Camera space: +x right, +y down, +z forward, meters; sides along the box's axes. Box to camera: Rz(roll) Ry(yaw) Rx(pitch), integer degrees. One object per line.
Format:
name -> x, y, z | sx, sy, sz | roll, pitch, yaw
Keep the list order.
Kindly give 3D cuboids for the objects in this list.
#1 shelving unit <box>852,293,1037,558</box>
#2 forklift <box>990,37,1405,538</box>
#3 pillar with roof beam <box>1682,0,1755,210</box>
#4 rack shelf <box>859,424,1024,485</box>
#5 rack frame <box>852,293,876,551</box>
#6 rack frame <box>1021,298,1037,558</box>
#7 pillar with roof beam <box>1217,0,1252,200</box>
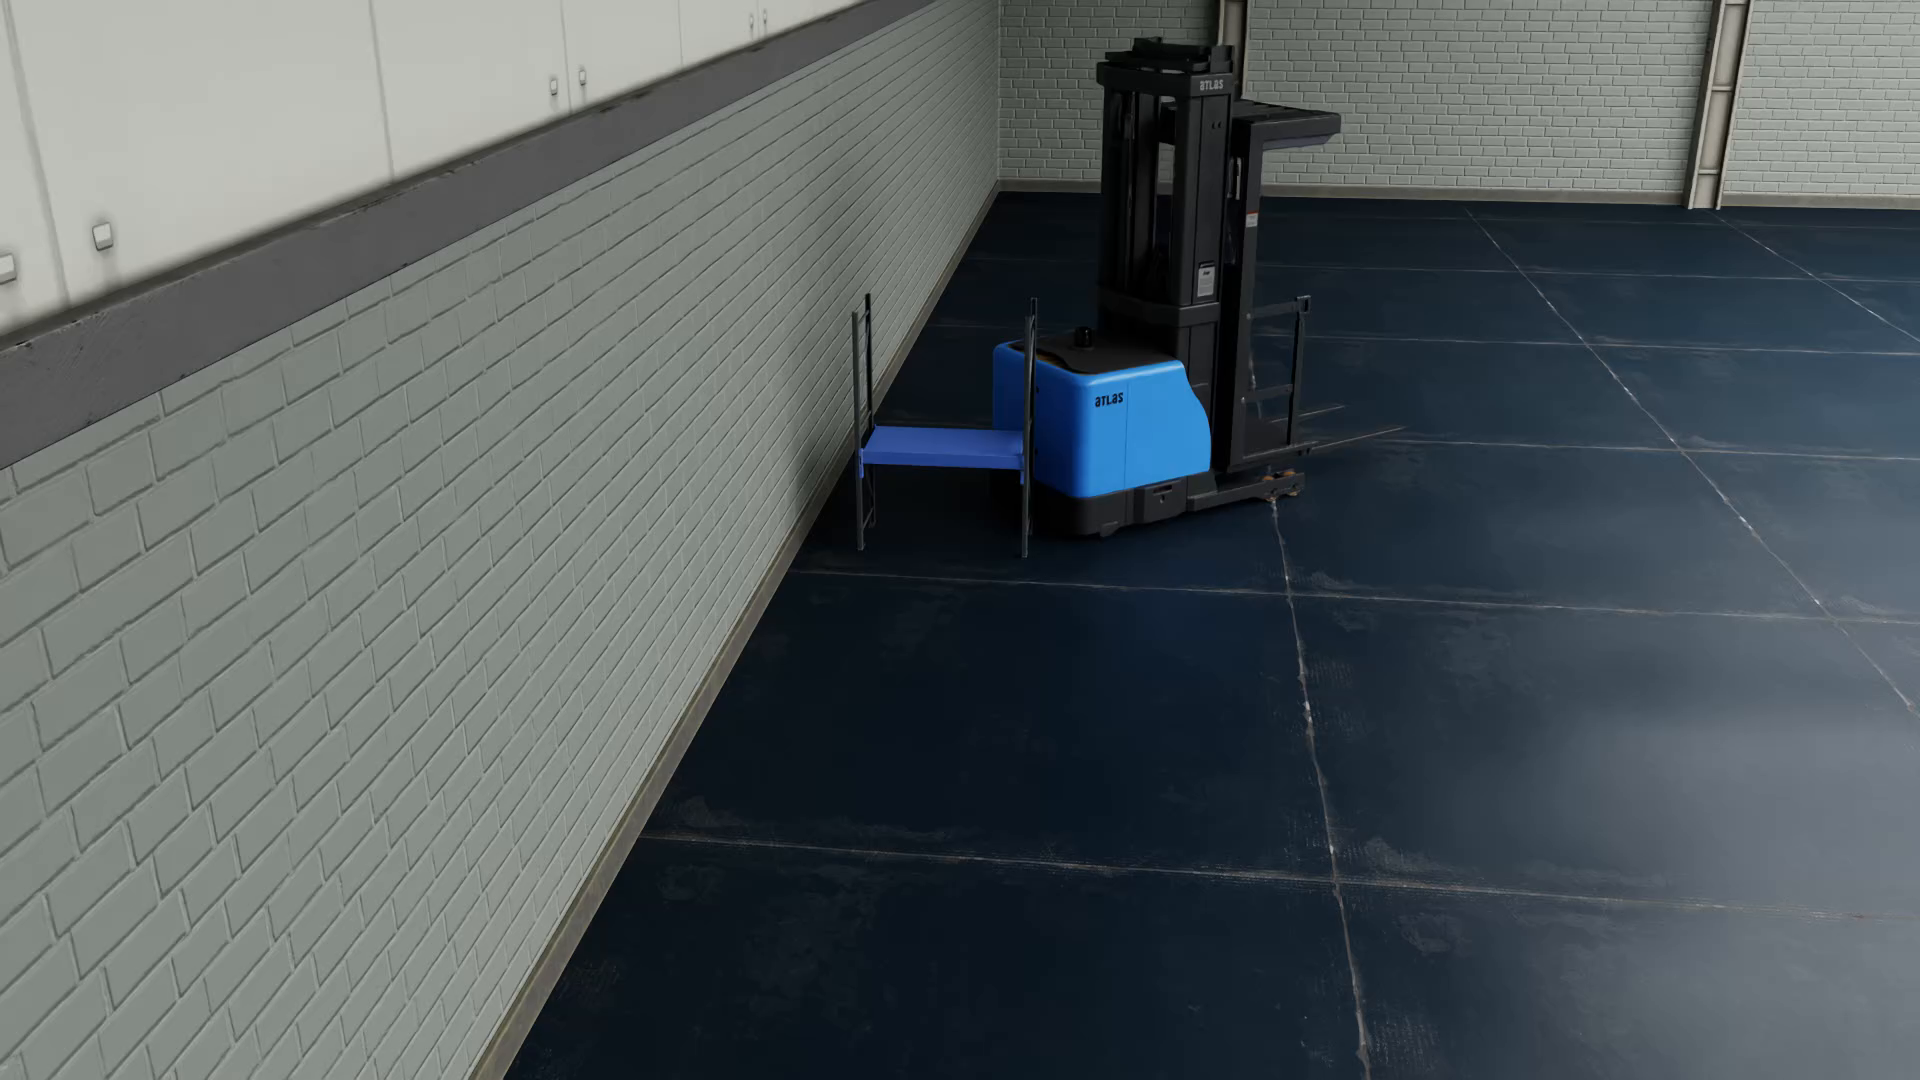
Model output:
shelving unit -> -0.085, -0.701, 10.173 | 1.048, 1.500, 0.538 | 2, 22, 6
forklift -> 1.721, -1.769, 10.929 | 3.031, 2.935, 1.130 | -13, 25, -30
pillar with roof beam -> 8.915, -6.851, 15.528 | 0.400, 9.000, 9.100 | 2, 22, 6
rack shelf -> -0.085, -0.534, 10.240 | 1.000, 0.185, 0.538 | 2, 22, 6
rack frame -> -0.590, -0.723, 10.229 | 0.032, 1.500, 0.500 | 2, 22, 6
rack frame -> 0.420, -0.679, 10.118 | 0.032, 1.500, 0.500 | 2, 22, 6
pillar with roof beam -> 2.957, -7.110, 16.185 | 0.400, 9.000, 9.100 | 2, 22, 6
